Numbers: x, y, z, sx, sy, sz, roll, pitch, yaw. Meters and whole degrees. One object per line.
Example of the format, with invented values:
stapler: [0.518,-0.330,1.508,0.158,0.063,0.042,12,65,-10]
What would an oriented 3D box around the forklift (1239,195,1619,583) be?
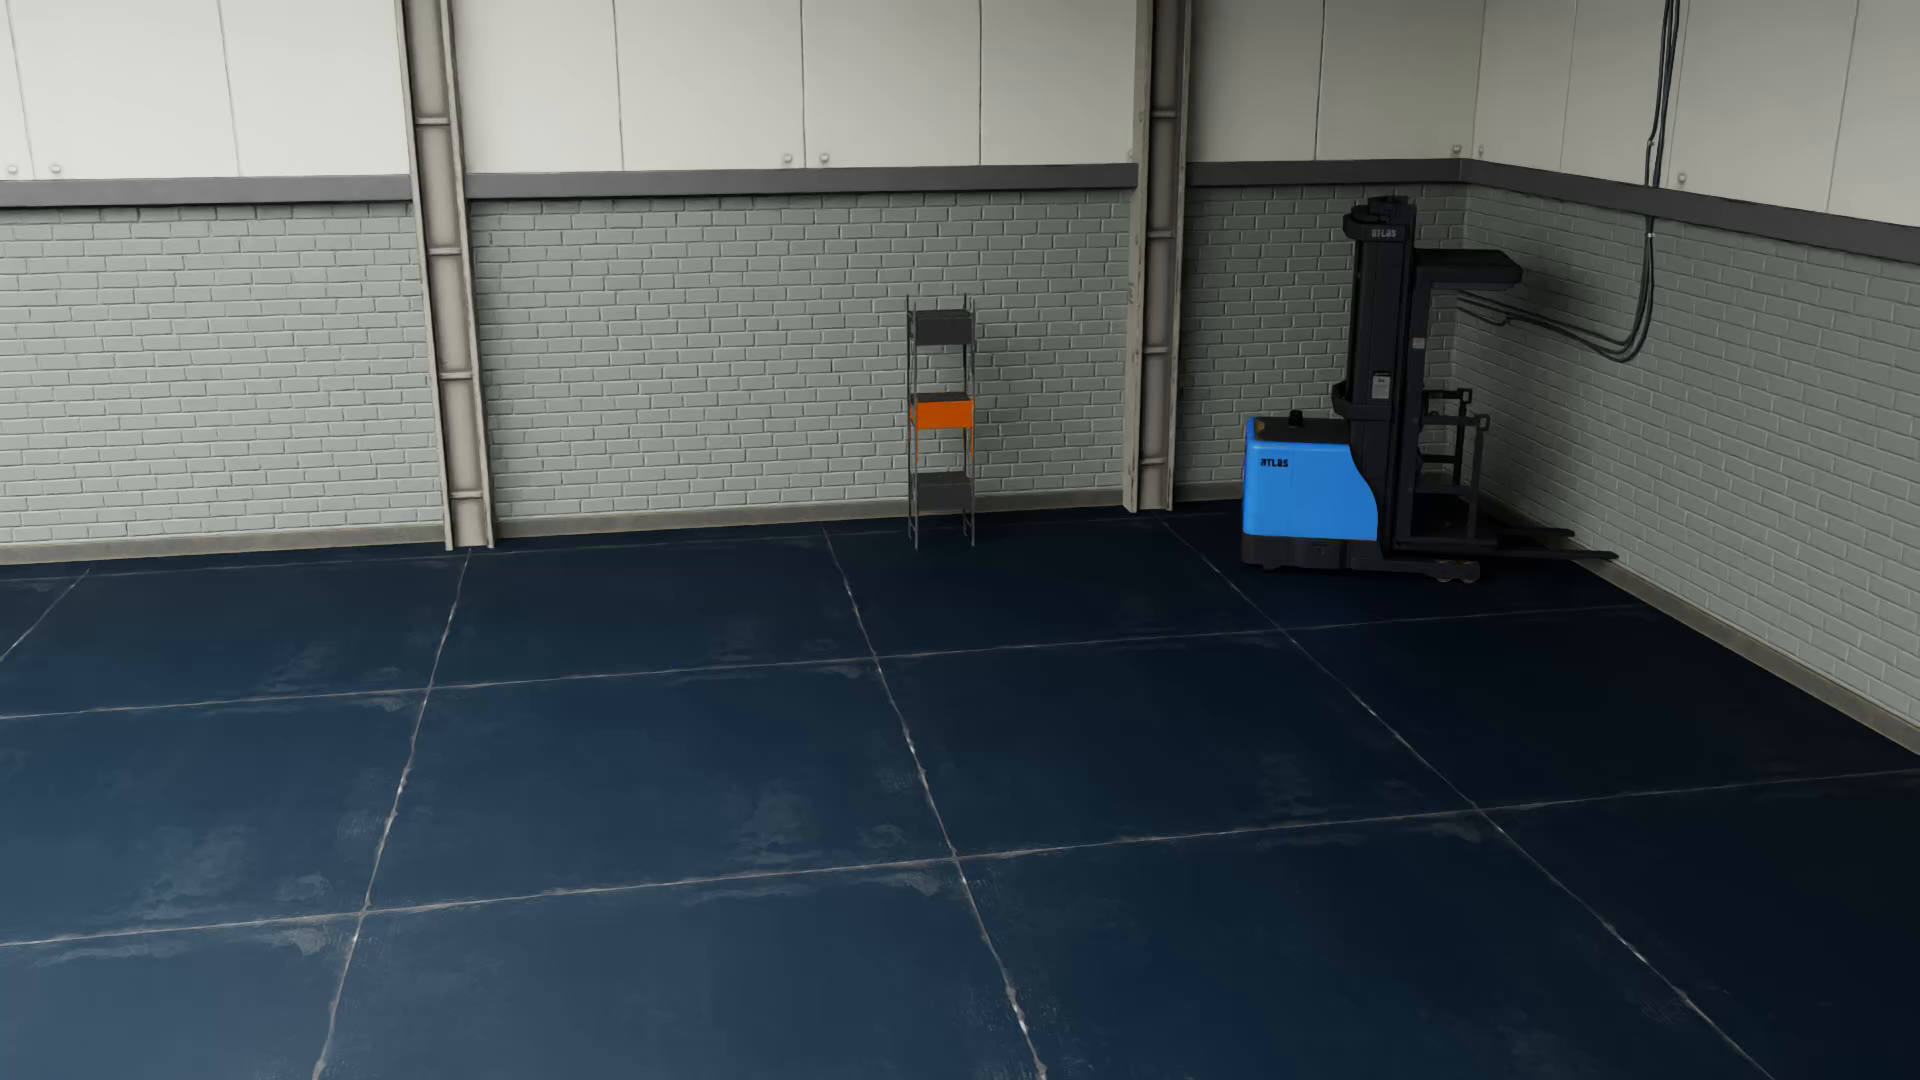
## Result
forklift: [3.842,-1.225,13.309,3.031,2.935,1.130,3,17,8]

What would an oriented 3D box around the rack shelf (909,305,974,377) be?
rack shelf: [-0.163,-1.651,13.772,0.480,0.518,0.431,-3,17,-10]

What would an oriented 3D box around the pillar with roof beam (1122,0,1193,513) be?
pillar with roof beam: [2.538,-3.363,9.933,0.400,9.000,9.100,-3,17,-10]

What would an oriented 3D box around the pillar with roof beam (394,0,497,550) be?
pillar with roof beam: [-3.353,-3.028,8.845,0.400,9.000,9.100,-3,17,-10]

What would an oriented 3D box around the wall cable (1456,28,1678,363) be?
wall cable: [4.864,-2.902,13.722,0.112,2.526,3.097,-3,17,-10]

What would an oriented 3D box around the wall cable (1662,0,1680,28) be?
wall cable: [5.378,-4.536,10.442,0.112,2.526,3.097,-3,17,-10]

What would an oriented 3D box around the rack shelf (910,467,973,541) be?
rack shelf: [-0.163,-0.312,14.183,0.480,0.518,0.431,-3,17,-10]

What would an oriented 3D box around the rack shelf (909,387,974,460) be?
rack shelf: [-0.163,-0.981,13.977,0.480,0.518,0.431,-3,17,-10]

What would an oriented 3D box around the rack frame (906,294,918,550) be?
rack frame: [-0.402,-0.981,13.929,0.015,2.100,0.400,-3,17,-10]

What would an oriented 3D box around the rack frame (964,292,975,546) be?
rack frame: [0.077,-1.008,14.018,0.015,2.100,0.400,-3,17,-10]

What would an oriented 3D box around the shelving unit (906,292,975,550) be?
shelving unit: [-0.163,-0.994,13.973,0.503,2.100,0.431,-3,17,-10]
